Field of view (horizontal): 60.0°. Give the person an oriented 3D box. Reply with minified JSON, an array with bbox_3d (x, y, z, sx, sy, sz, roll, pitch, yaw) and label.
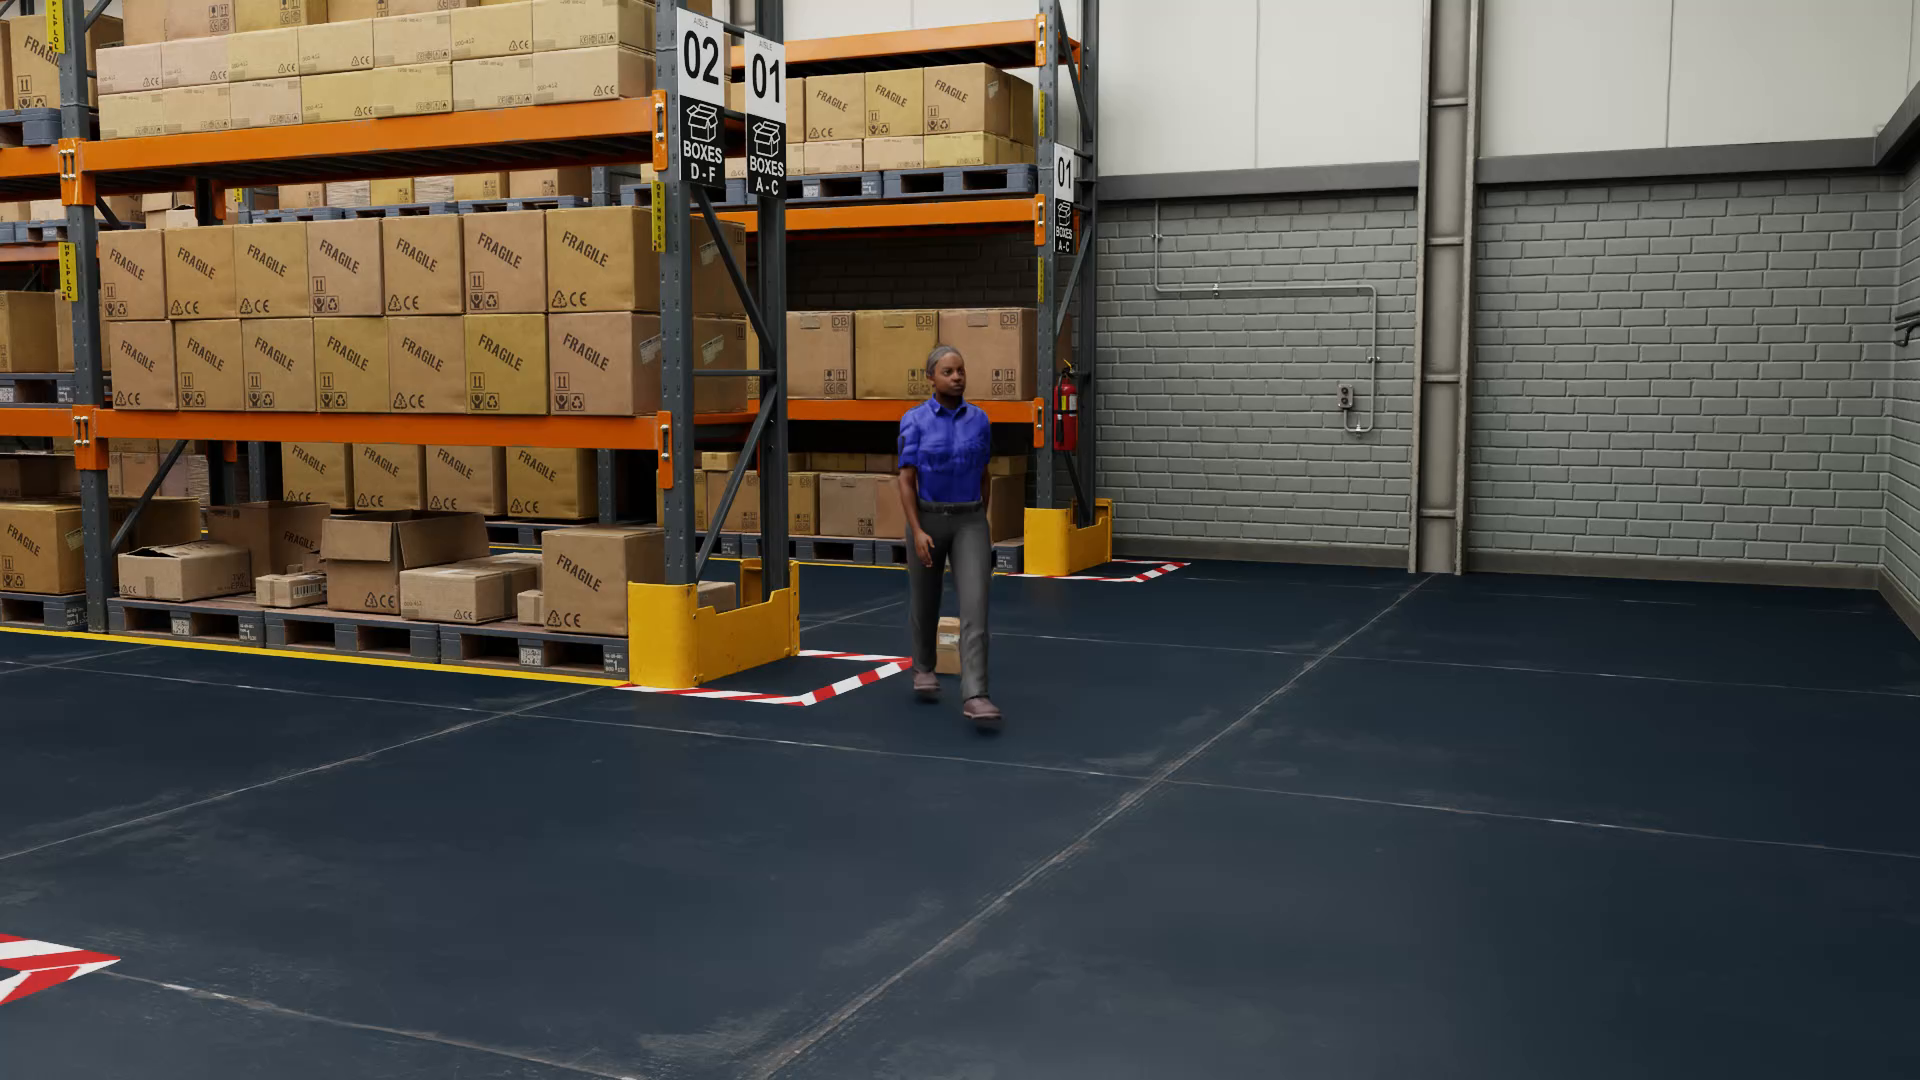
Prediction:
[{"bbox_3d":[-0.056,-0.045,7.279,0.439,1.578,1.013,-1,6,-9],"label":"person"}]
